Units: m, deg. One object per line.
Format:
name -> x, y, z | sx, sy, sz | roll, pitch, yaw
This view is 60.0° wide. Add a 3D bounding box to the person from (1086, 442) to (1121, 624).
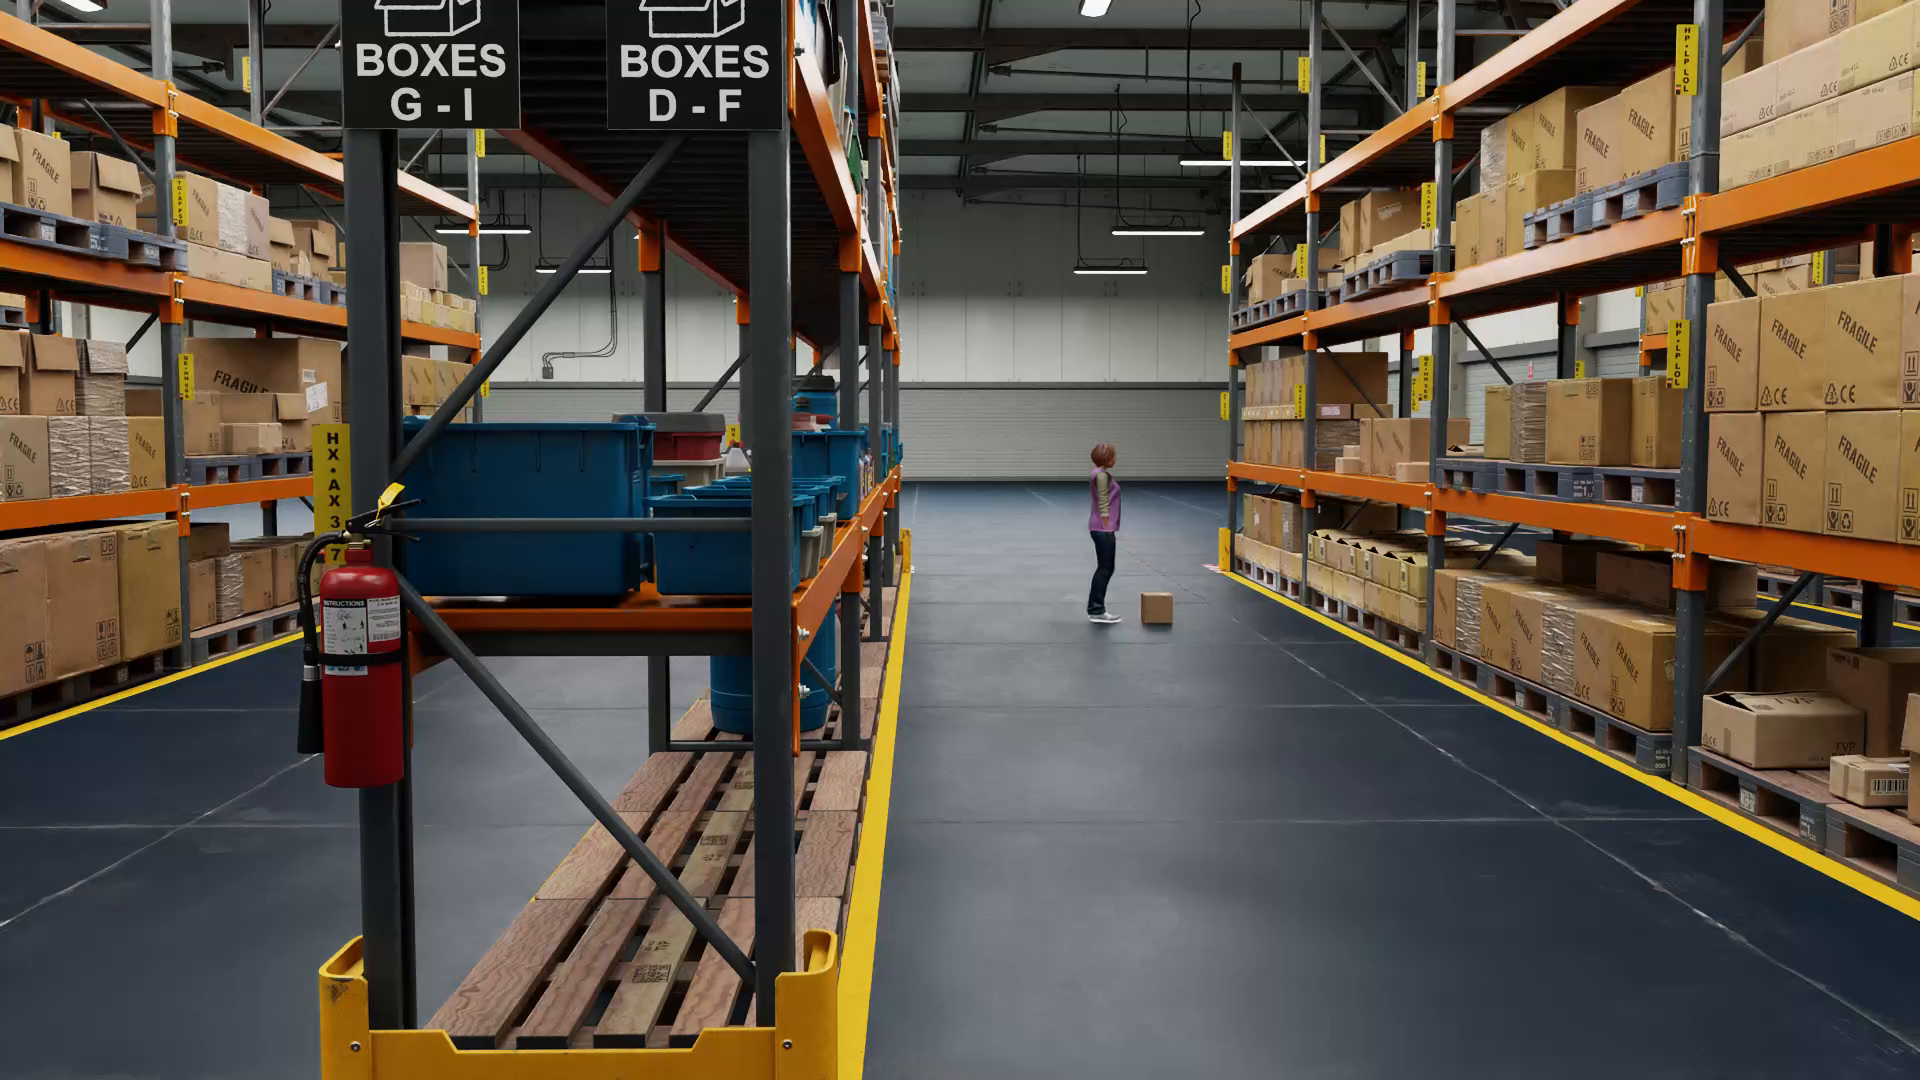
person -> 1.274, -0.064, 14.727 | 0.306, 1.599, 0.406 | 0, 4, 0
